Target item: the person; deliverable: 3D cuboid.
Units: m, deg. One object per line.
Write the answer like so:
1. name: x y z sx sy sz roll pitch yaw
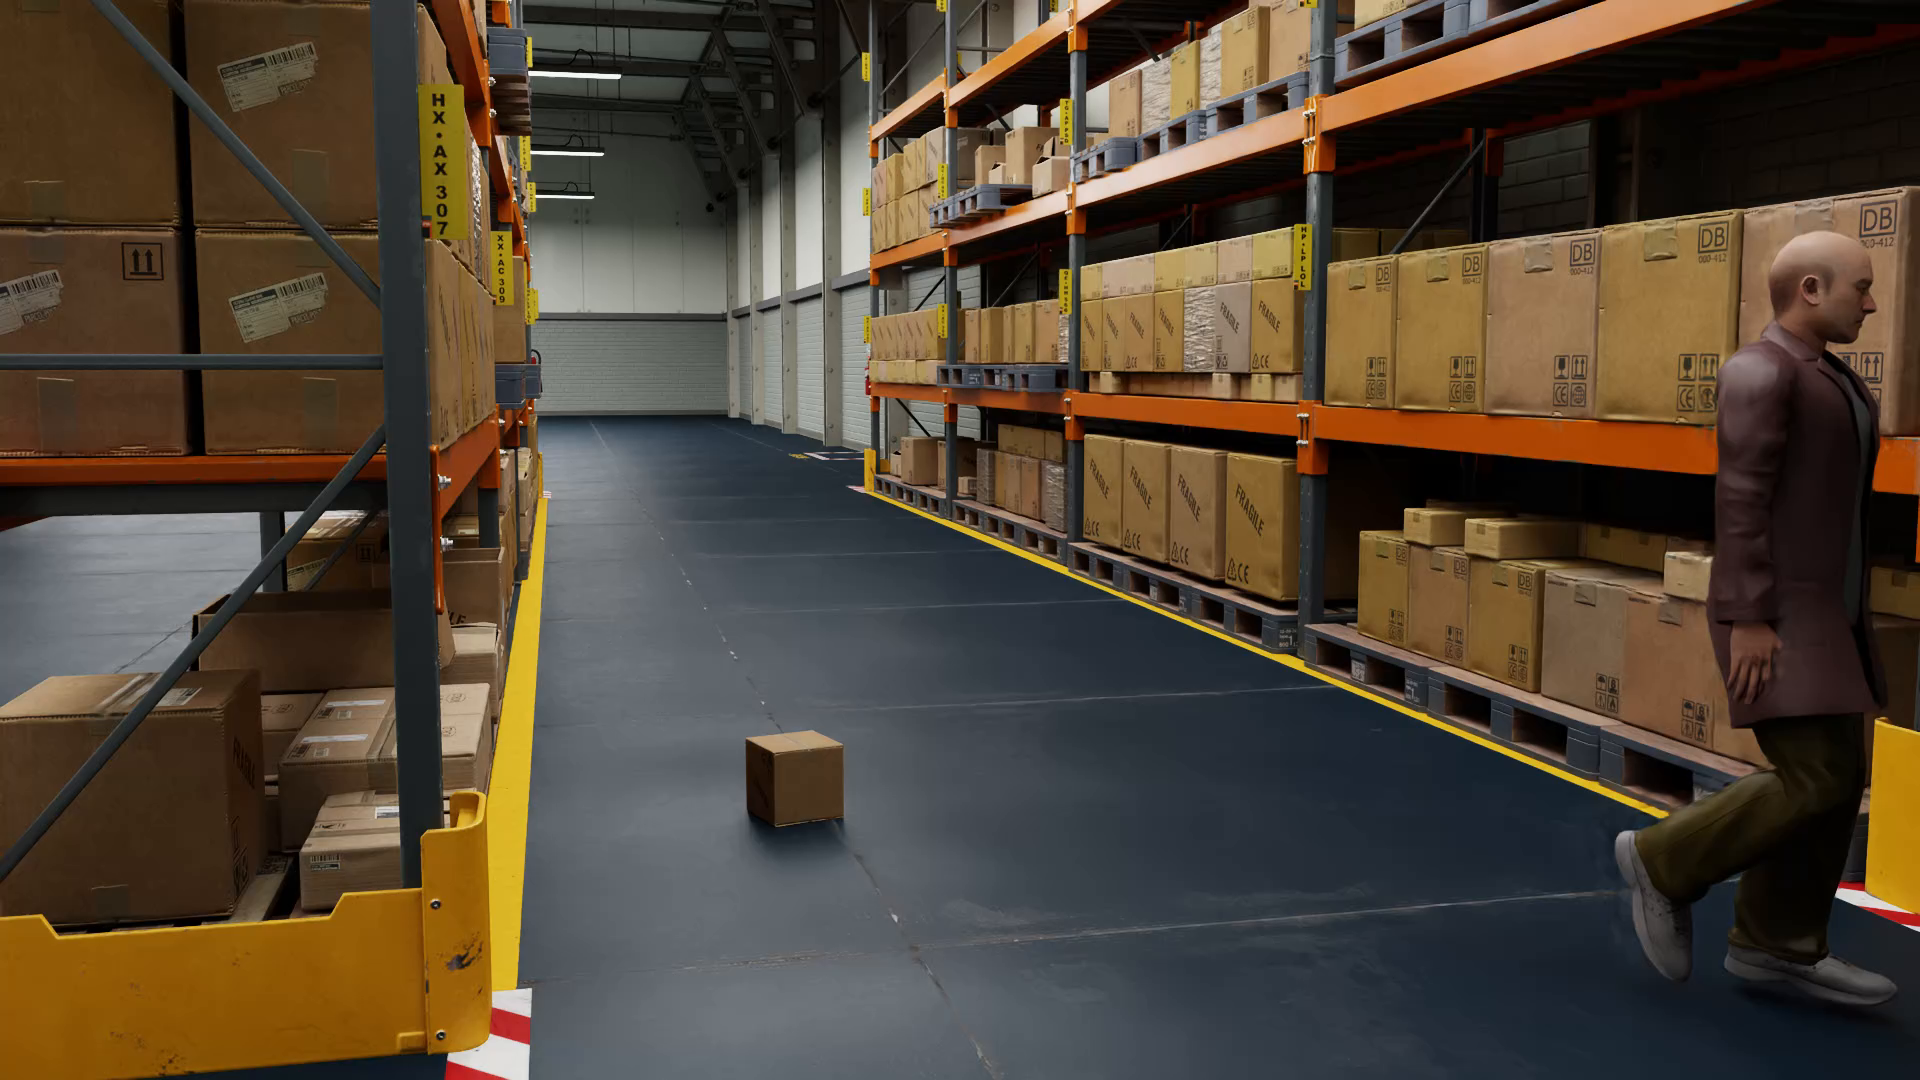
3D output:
1. person: 1.880 0.179 3.865 0.595 1.769 0.608 6 8 45
